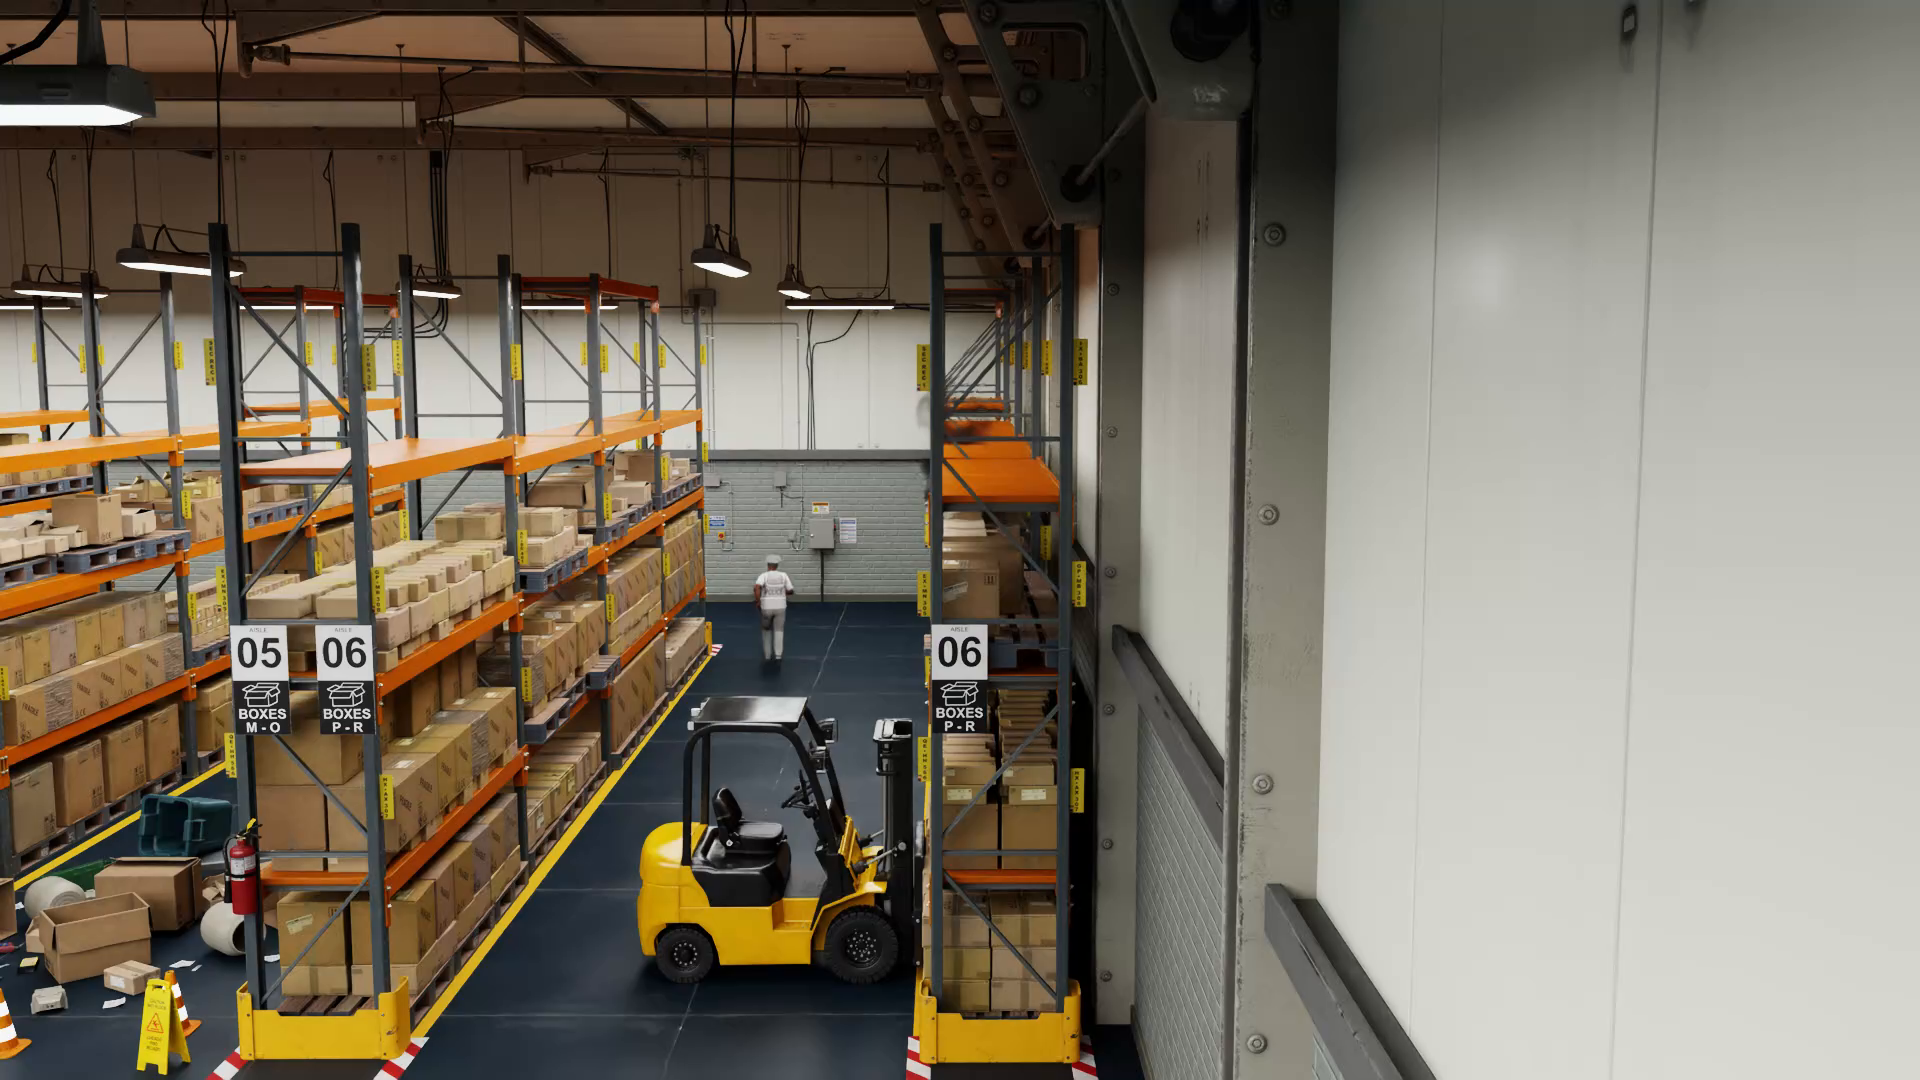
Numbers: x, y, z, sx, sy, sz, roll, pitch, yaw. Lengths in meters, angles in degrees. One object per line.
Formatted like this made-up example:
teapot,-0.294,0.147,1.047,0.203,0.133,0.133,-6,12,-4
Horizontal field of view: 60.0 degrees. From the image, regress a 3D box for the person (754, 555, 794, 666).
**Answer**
person,-2.998,1.148,26.812,0.650,1.821,0.895,-1,7,-8
